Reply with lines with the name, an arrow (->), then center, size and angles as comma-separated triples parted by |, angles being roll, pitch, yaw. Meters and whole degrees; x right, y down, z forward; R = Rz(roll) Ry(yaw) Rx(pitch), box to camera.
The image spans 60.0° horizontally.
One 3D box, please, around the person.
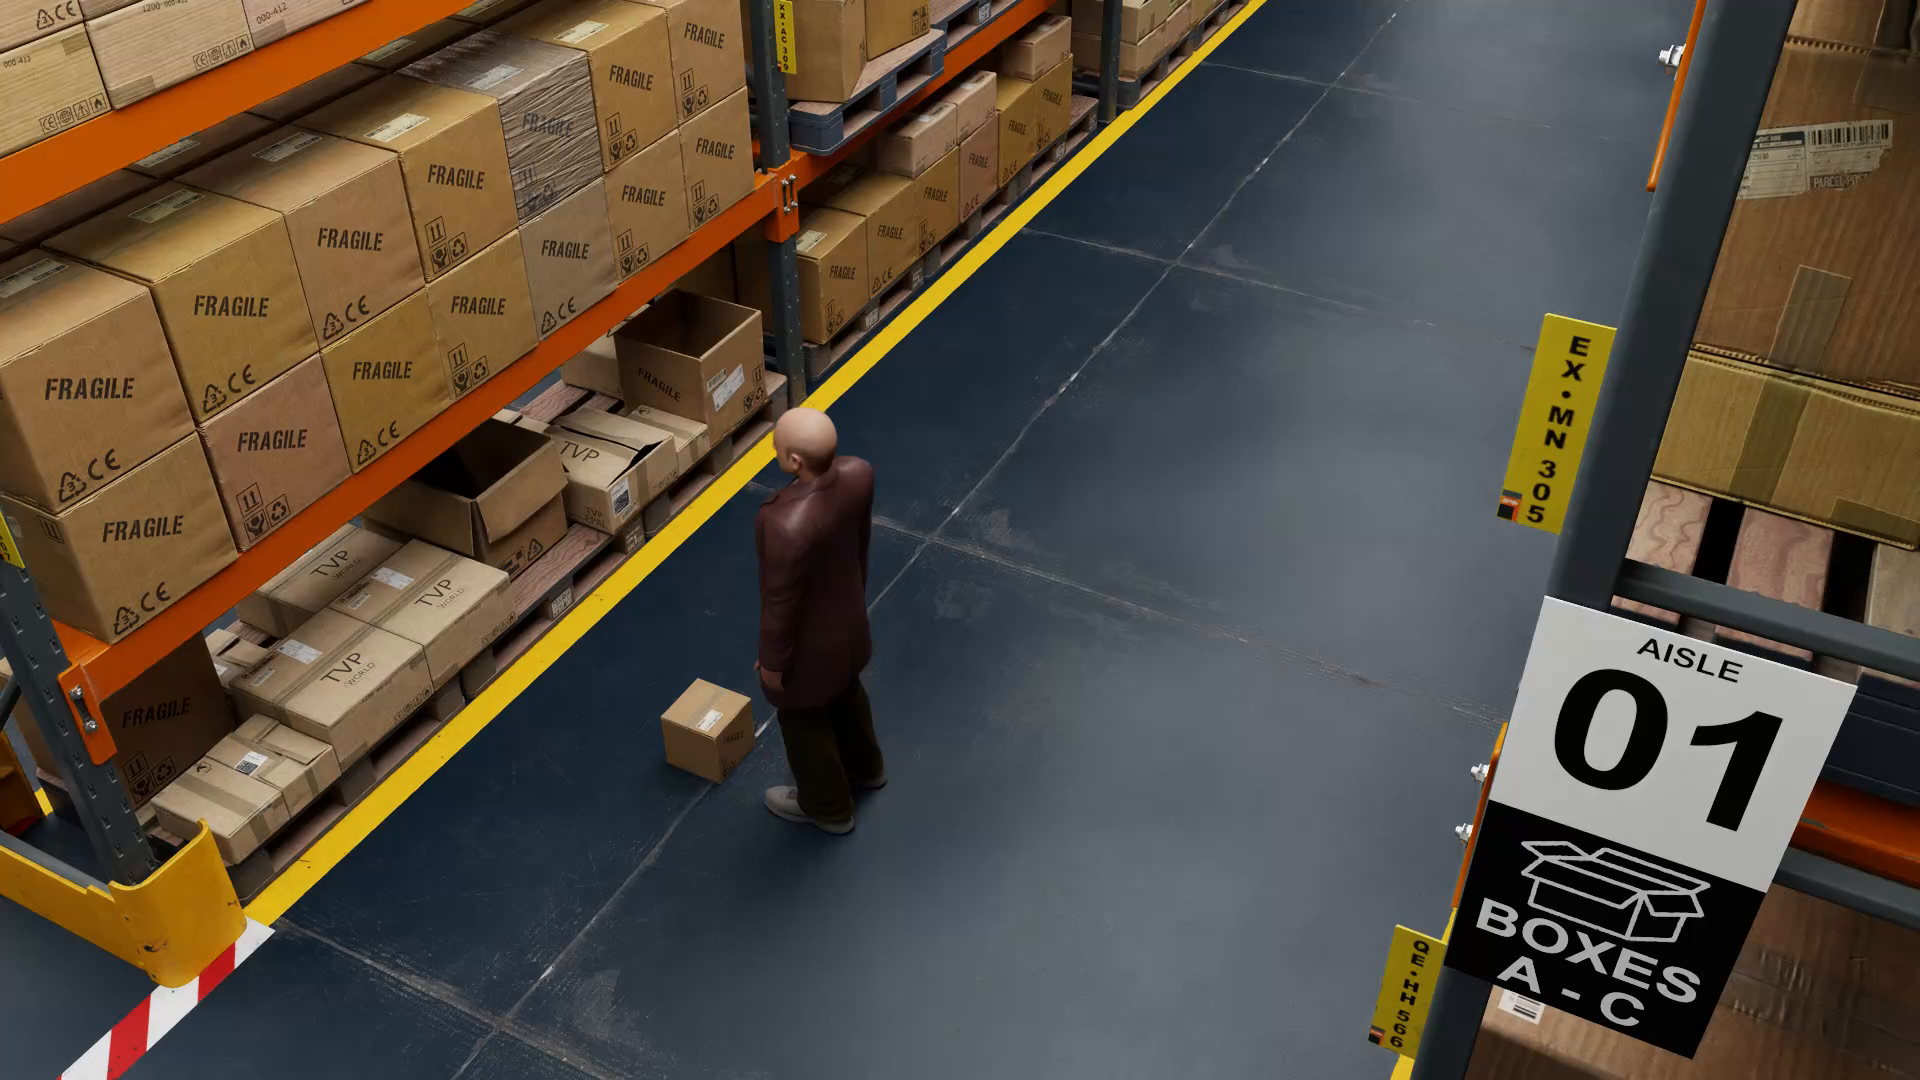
person -> -0.533, 0.291, 5.786 | 0.383, 1.783, 0.574 | 19, 41, 23
